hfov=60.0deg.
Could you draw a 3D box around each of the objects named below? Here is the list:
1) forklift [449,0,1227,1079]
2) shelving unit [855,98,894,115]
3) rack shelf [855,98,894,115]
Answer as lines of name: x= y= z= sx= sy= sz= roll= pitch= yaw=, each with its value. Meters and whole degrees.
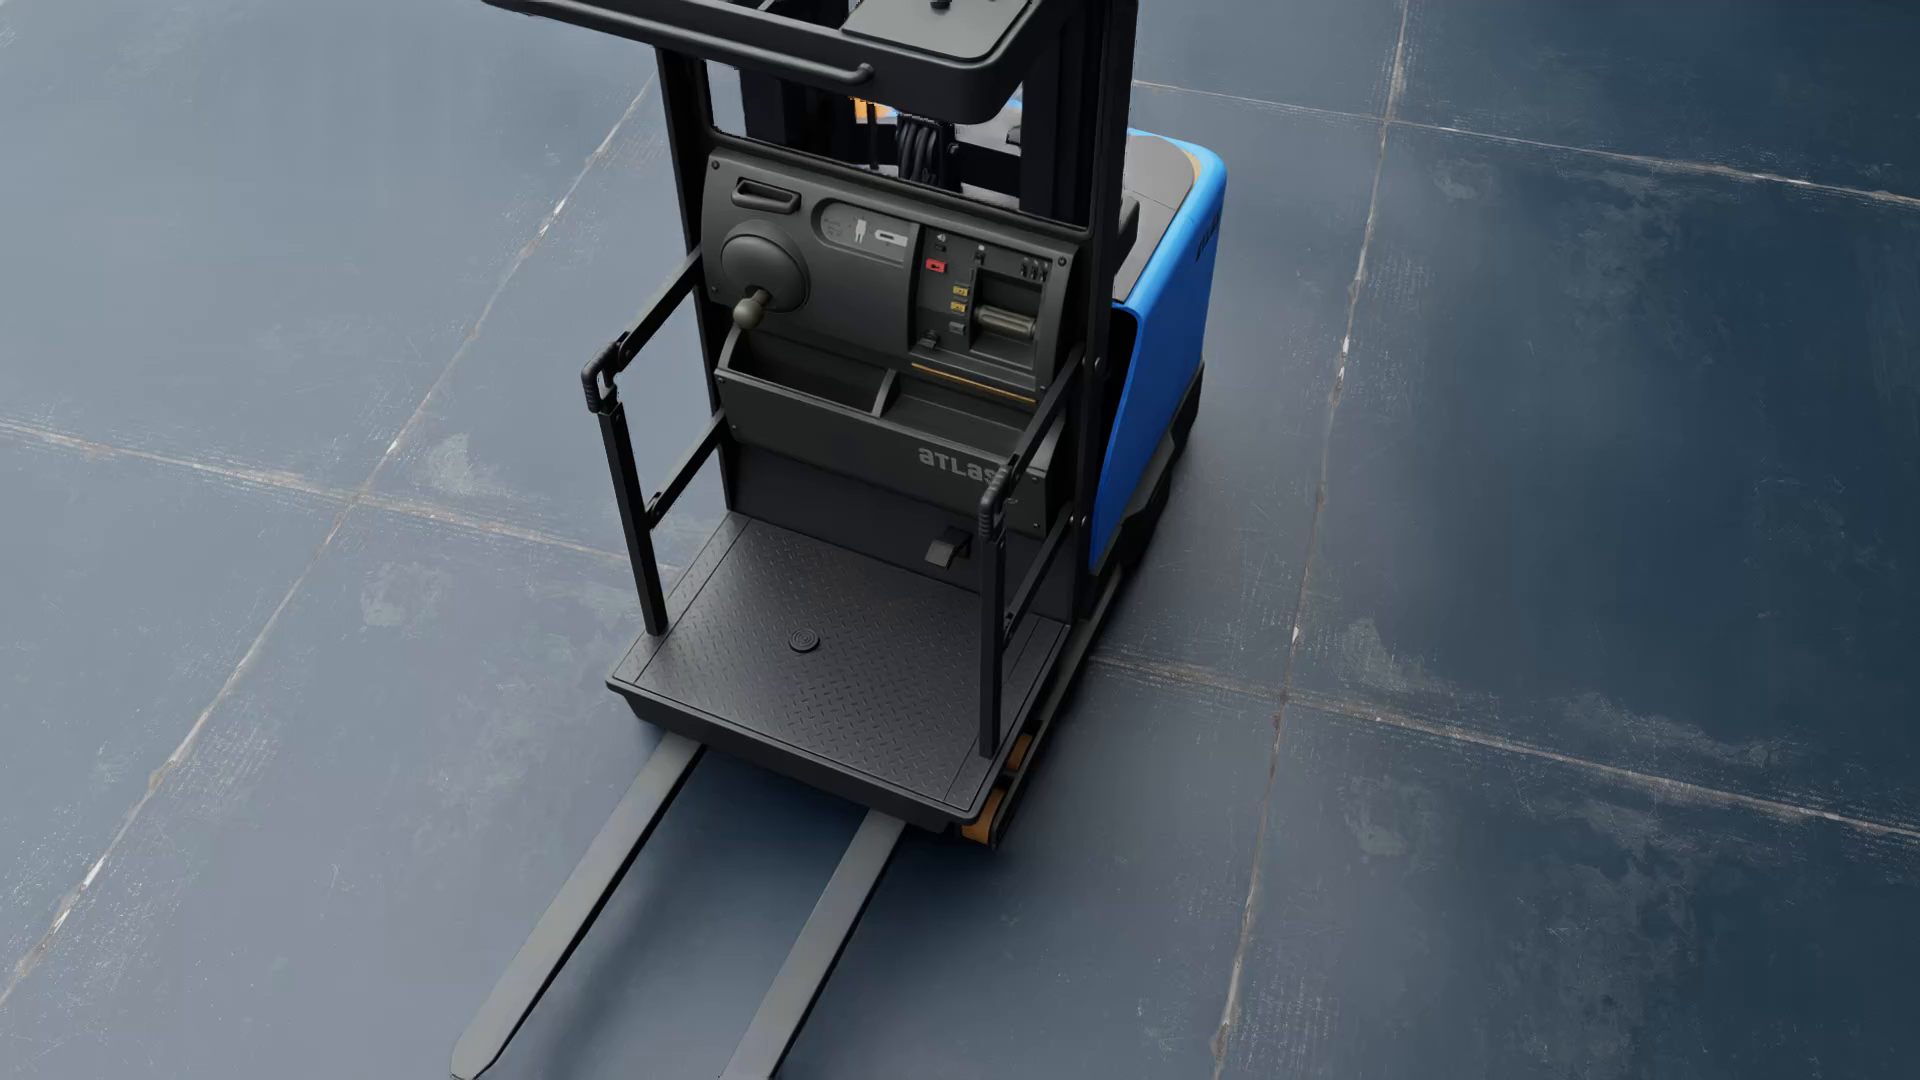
forklift: x=-0.270 y=-0.522 z=3.756 sx=1.130 sy=2.935 sz=3.031 roll=18 pitch=51 yaw=16
shelving unit: x=-0.190 y=-1.657 z=5.712 sx=0.587 sy=1.500 sz=1.083 roll=8 pitch=49 yaw=7
rack shelf: x=-0.189 y=-1.544 z=5.853 sx=0.538 sy=0.185 sz=1.000 roll=8 pitch=49 yaw=7
